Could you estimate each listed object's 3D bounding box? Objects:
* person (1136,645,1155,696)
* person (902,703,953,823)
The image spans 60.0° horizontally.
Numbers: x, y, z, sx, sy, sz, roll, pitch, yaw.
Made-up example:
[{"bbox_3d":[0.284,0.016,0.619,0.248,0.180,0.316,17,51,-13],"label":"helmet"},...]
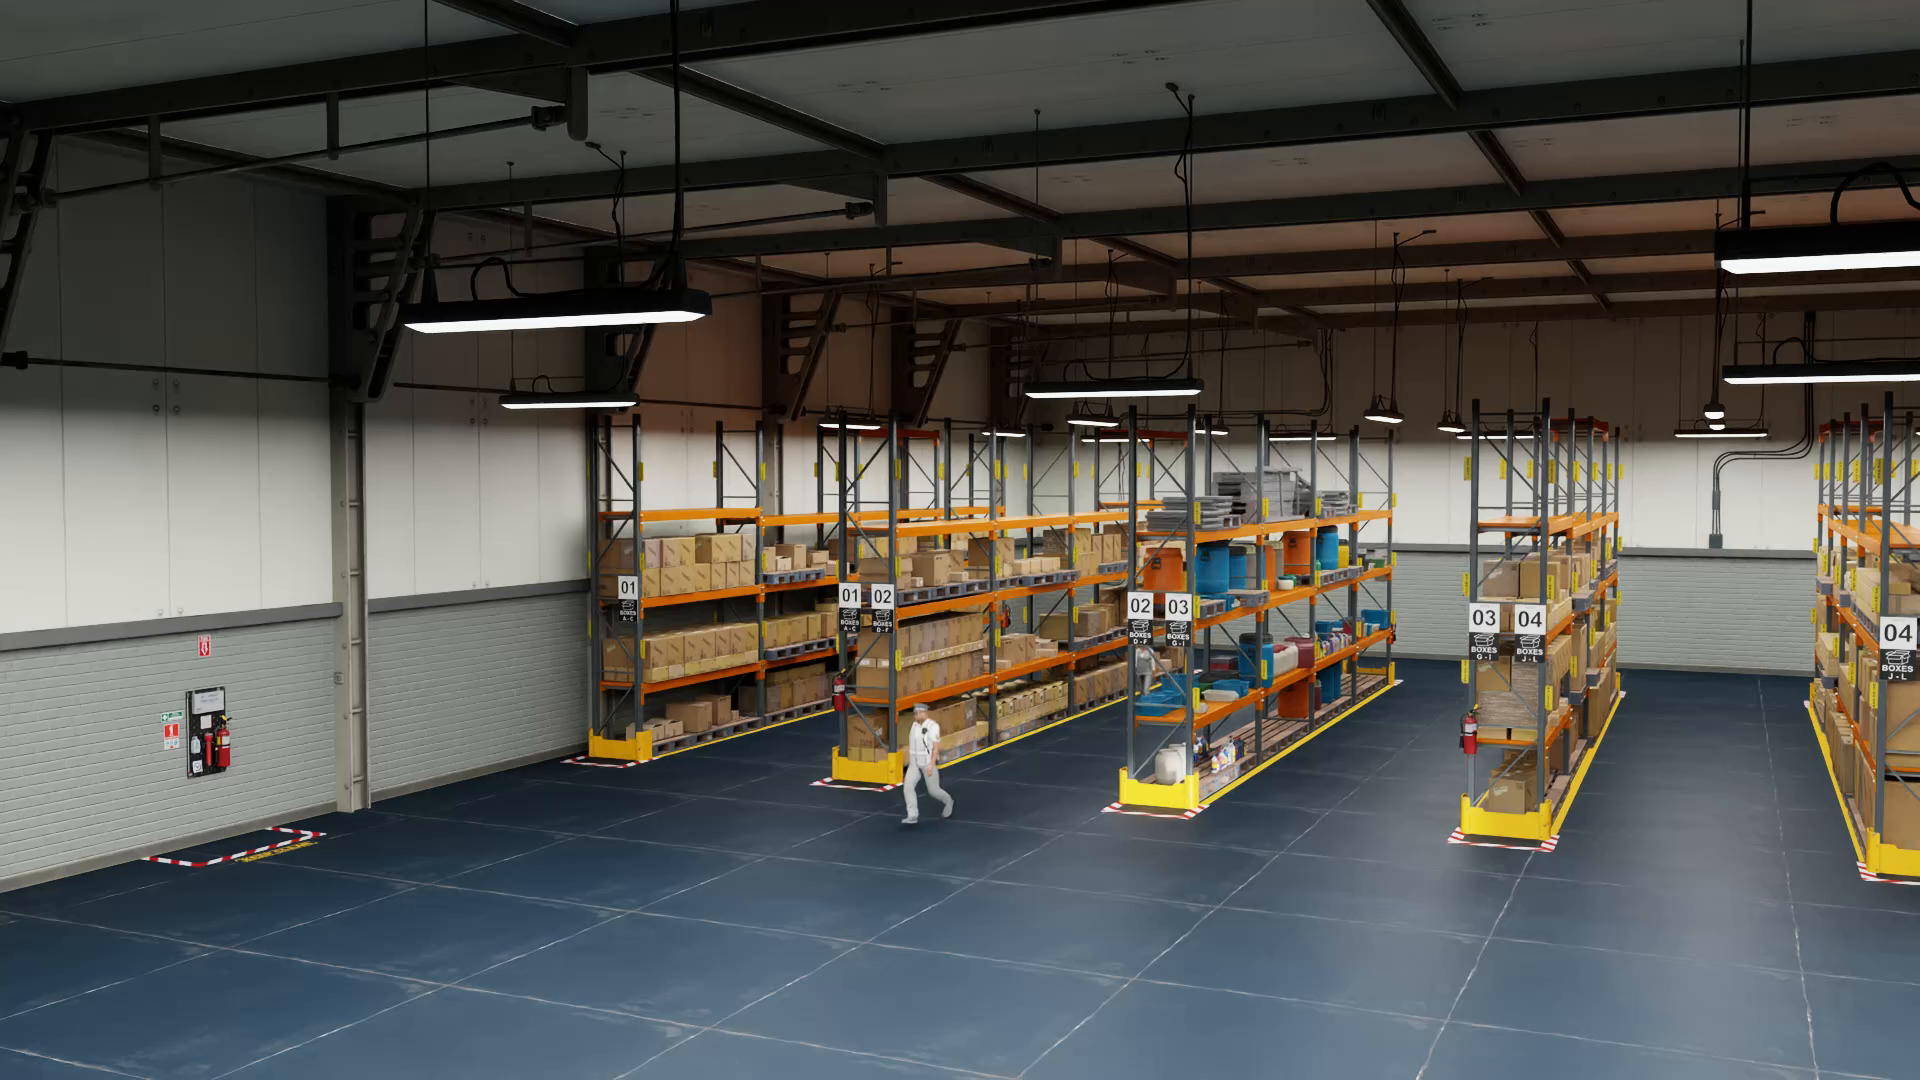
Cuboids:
[{"bbox_3d":[3.809,2.798,34.524,0.437,1.545,0.817,1,3,29],"label":"person"},{"bbox_3d":[-0.512,3.173,23.753,0.535,1.688,0.974,2,3,33],"label":"person"}]
